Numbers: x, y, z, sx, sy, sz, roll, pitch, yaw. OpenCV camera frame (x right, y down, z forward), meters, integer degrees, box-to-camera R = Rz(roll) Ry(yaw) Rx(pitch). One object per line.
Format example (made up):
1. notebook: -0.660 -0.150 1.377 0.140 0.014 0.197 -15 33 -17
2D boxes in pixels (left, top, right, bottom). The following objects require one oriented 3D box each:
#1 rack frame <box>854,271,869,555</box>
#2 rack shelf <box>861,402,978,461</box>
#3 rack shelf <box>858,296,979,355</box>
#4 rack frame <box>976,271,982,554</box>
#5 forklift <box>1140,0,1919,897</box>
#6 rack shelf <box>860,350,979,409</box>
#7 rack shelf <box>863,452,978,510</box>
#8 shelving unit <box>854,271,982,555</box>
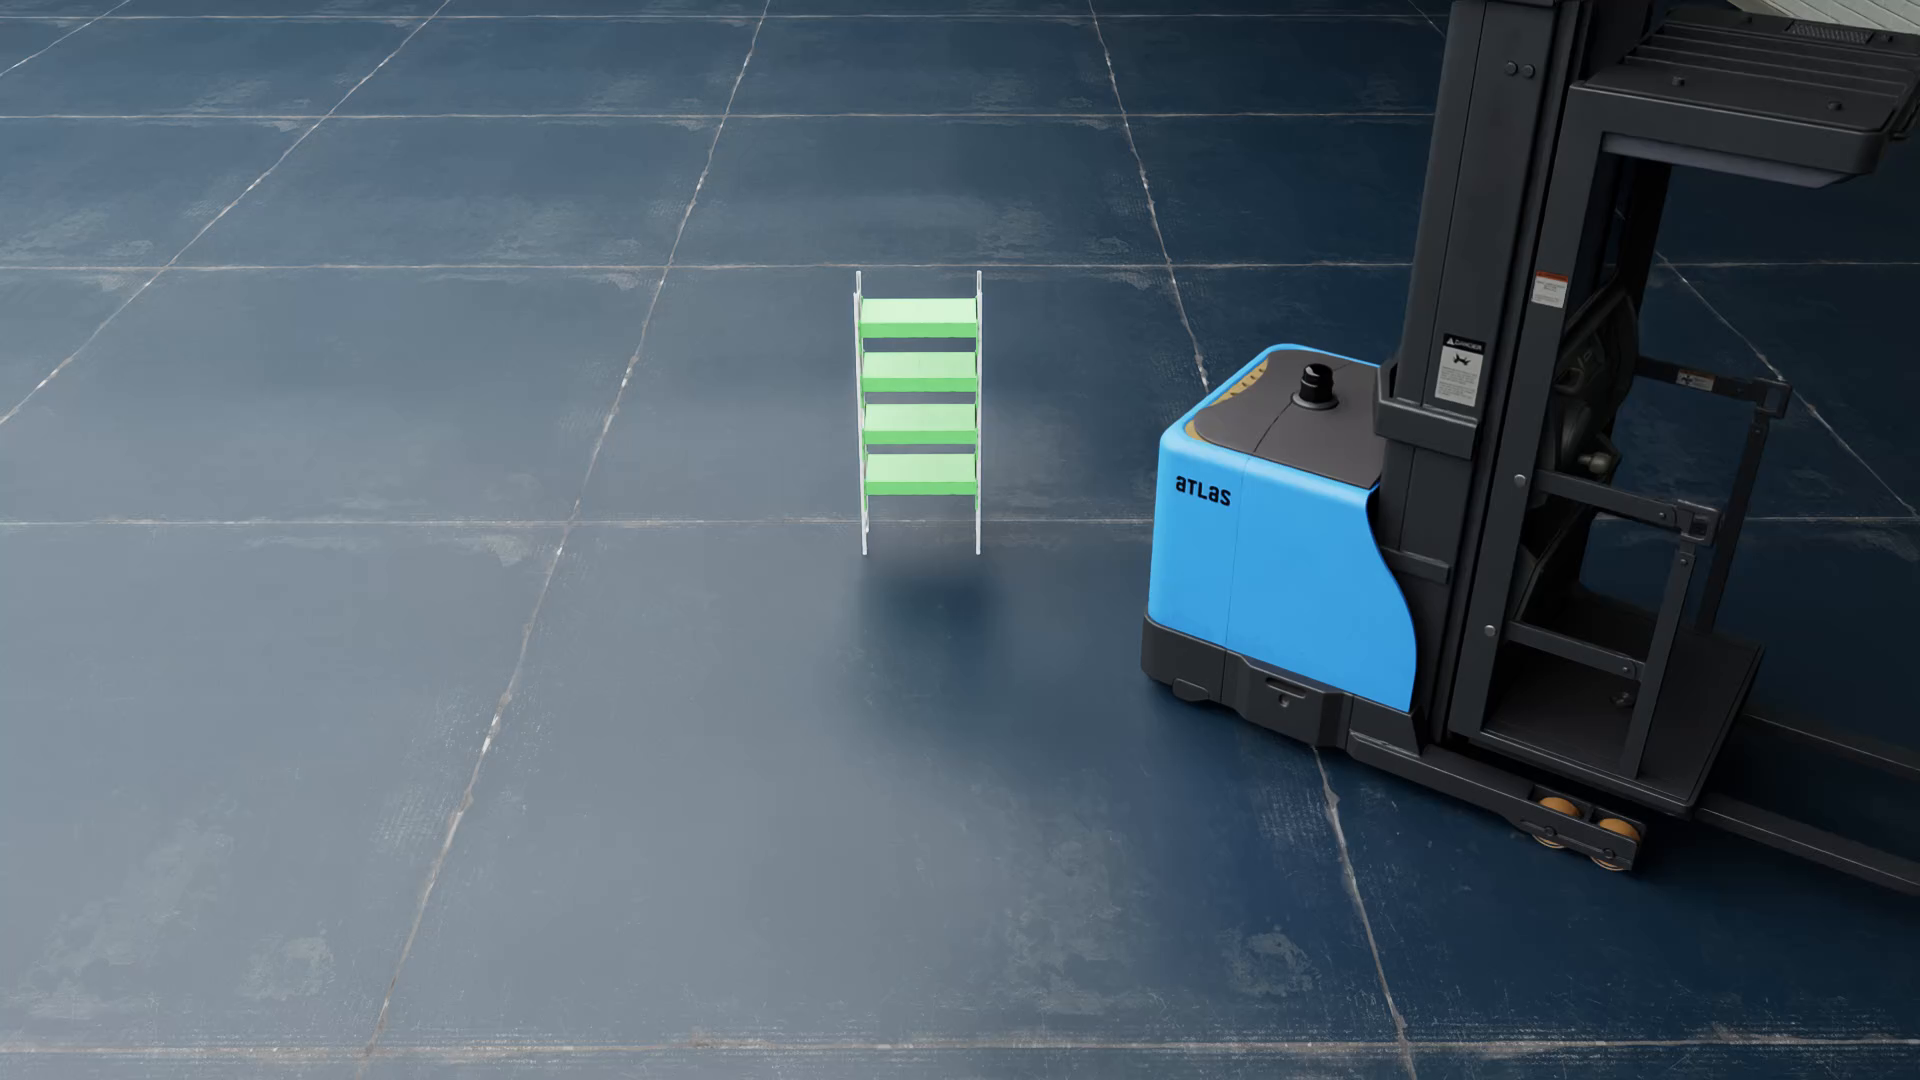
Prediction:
1. rack frame: -0.410 -0.512 6.937 0.015 1.200 0.240 0 31 0
2. rack shelf: -0.166 -0.458 6.971 0.480 0.148 0.258 0 31 0
3. rack shelf: -0.166 -0.868 6.722 0.480 0.148 0.258 0 31 0
4. rack frame: 0.078 -0.513 6.939 0.015 1.200 0.240 0 31 0
5. forklift: 2.193 -0.484 5.222 3.031 2.935 1.130 19 36 29
6. rack shelf: -0.166 -0.663 6.847 0.480 0.148 0.258 0 31 0
7. rack shelf: -0.166 -0.253 7.096 0.480 0.148 0.258 0 31 0
8. shelving unit: -0.166 -0.512 6.938 0.503 1.200 0.258 0 31 0
